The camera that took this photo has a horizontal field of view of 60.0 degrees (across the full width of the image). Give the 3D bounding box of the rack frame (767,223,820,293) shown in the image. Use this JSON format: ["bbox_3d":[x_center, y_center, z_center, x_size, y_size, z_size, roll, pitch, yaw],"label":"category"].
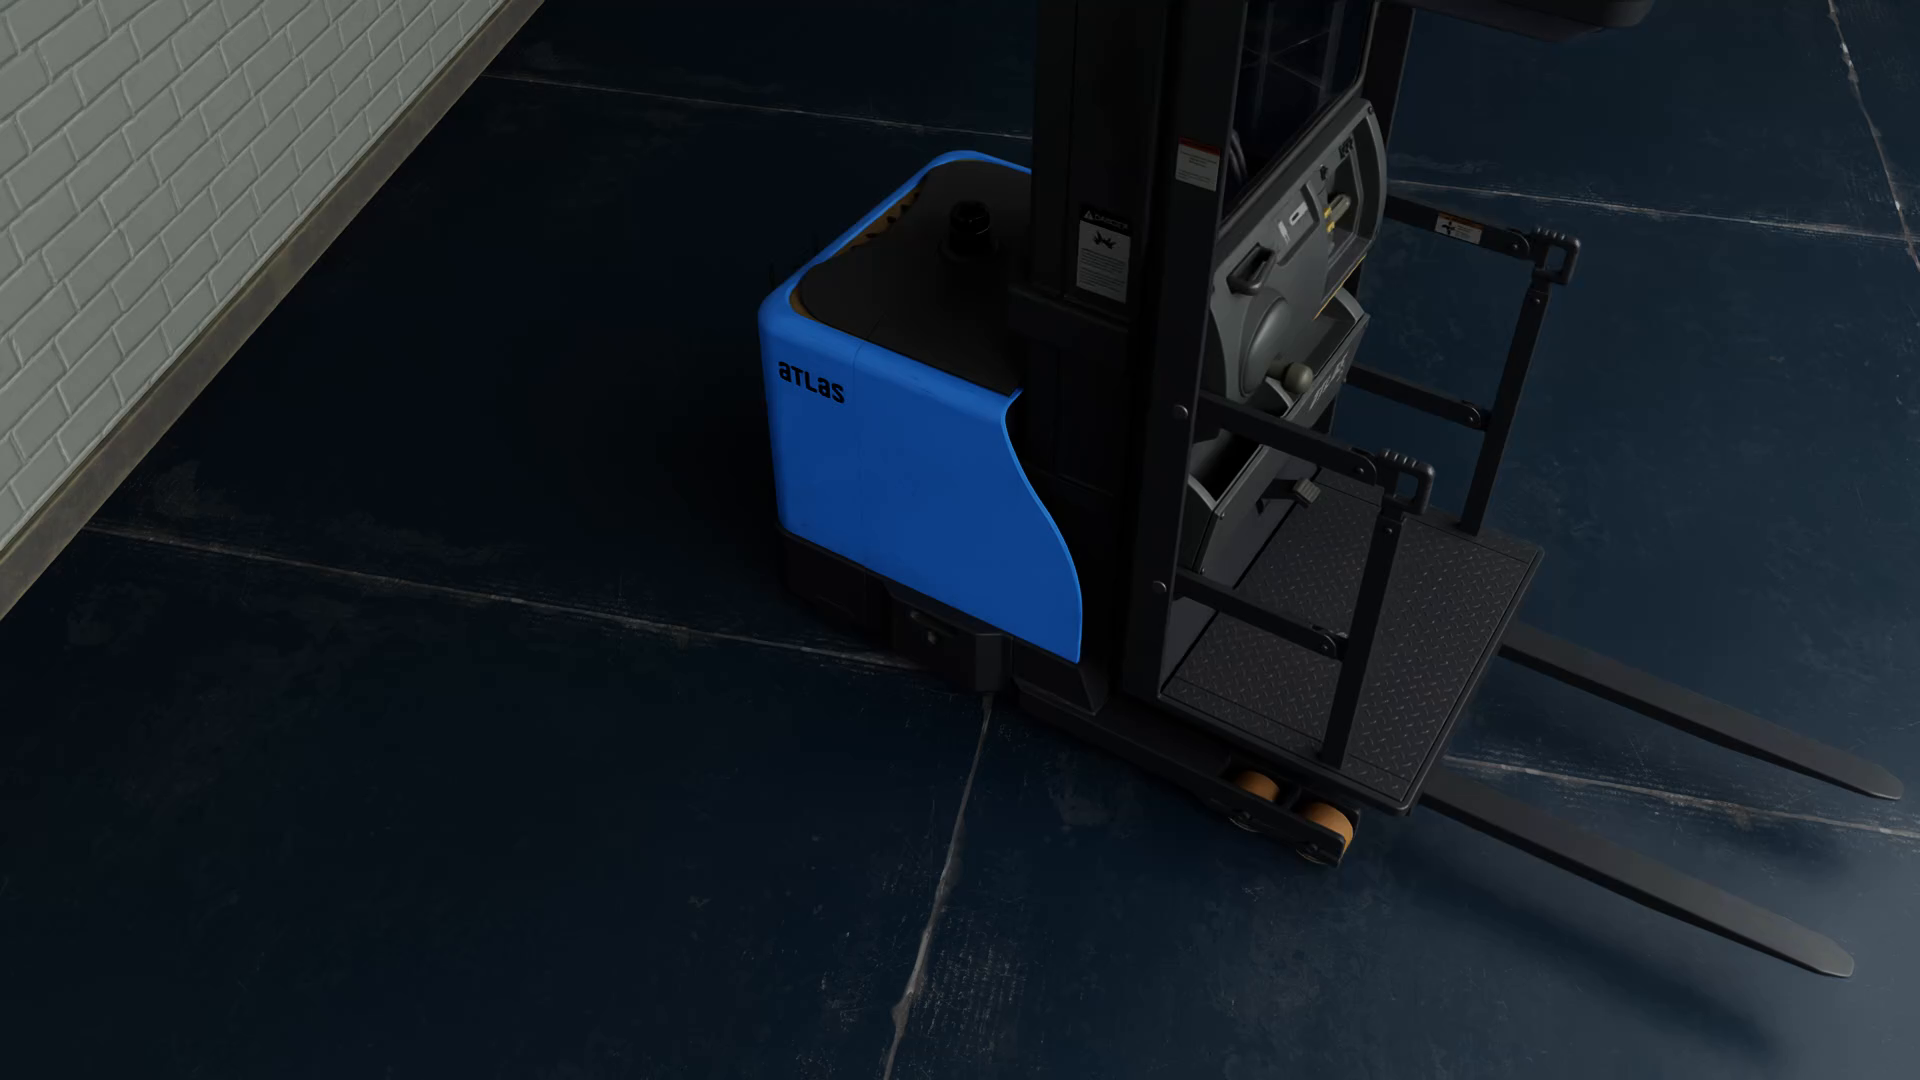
[{"bbox_3d":[-0.487,-0.542,5.165,0.006,0.900,0.240,24,49,23],"label":"rack frame"}]

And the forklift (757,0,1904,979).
[{"bbox_3d":[0.970,-0.631,3.792,3.031,2.935,1.130,24,49,23],"label":"forklift"}]

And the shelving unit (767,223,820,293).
[{"bbox_3d":[-0.402,-0.505,5.126,0.210,0.900,0.258,24,49,23],"label":"shelving unit"}]
